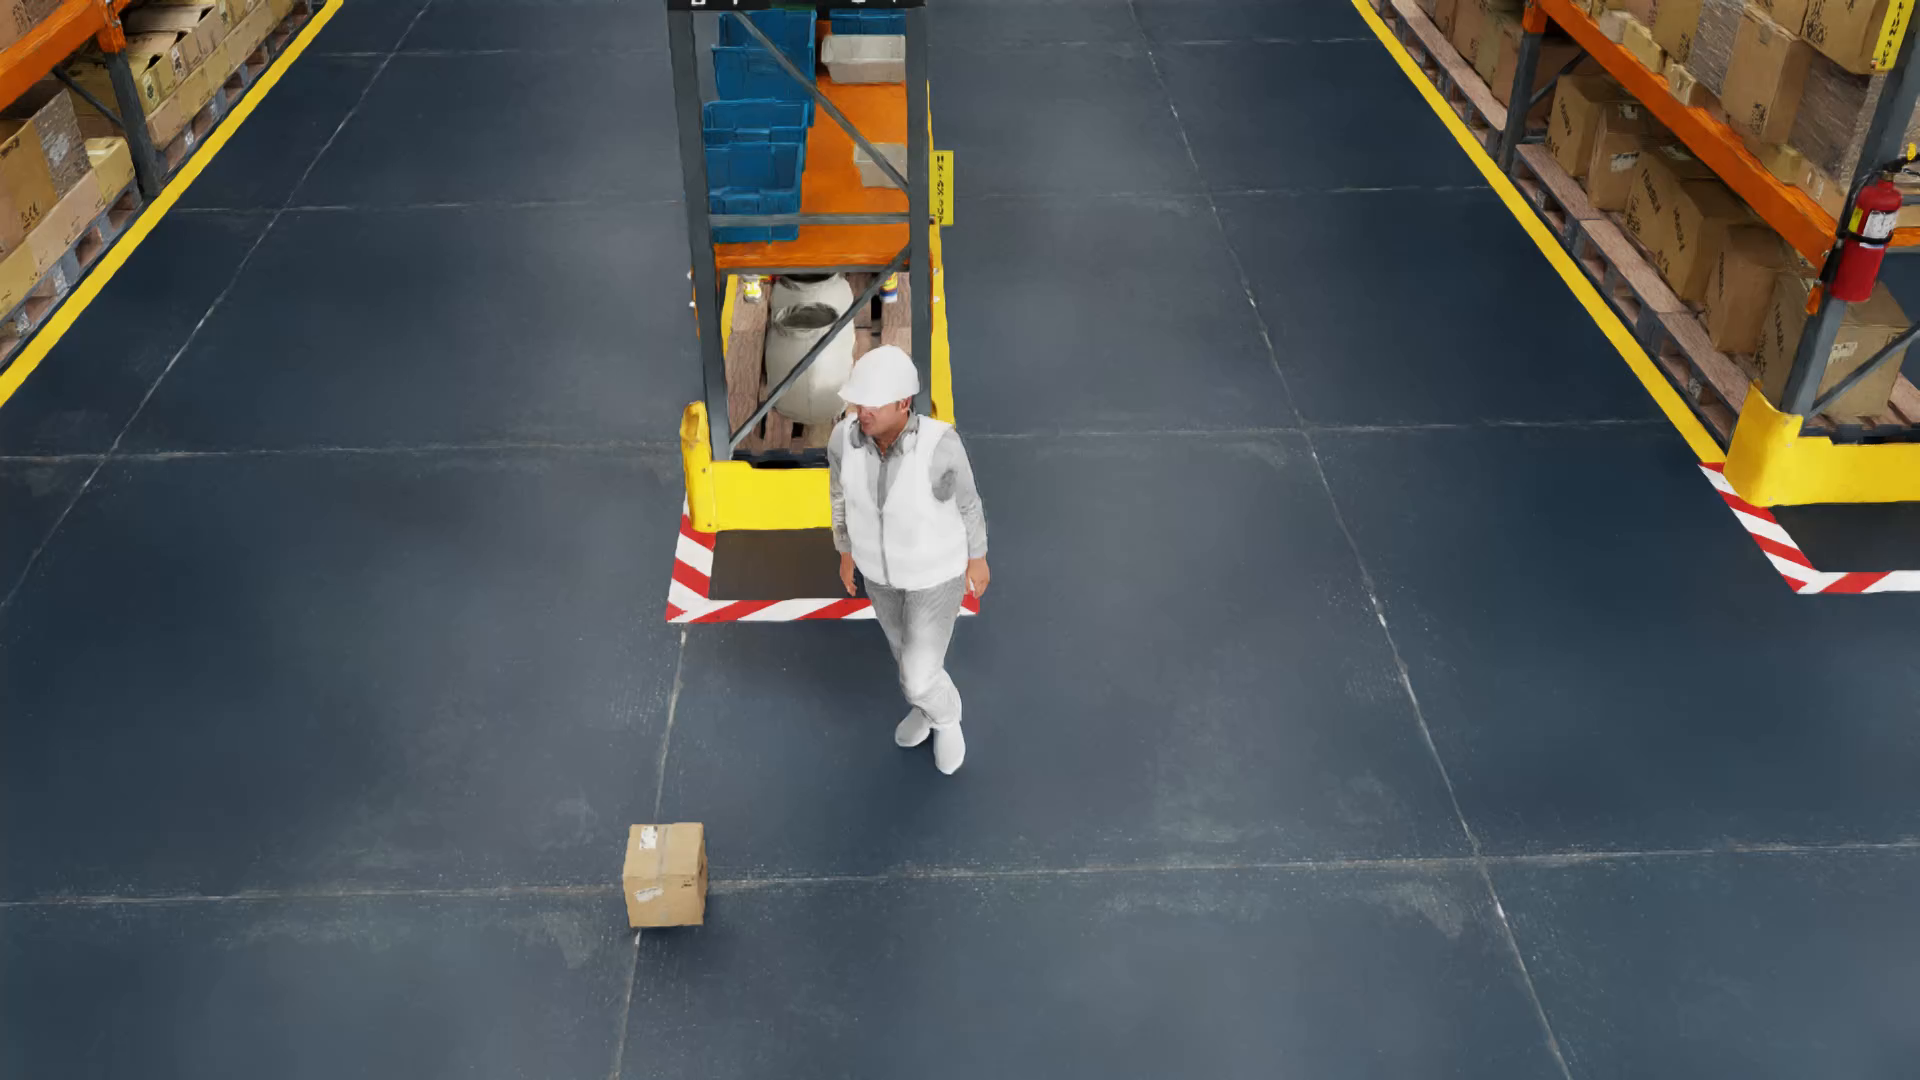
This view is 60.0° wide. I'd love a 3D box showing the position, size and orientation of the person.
[{"bbox_3d":[-0.197,0.066,5.996,0.565,1.759,0.533,17,38,22],"label":"person"}]
